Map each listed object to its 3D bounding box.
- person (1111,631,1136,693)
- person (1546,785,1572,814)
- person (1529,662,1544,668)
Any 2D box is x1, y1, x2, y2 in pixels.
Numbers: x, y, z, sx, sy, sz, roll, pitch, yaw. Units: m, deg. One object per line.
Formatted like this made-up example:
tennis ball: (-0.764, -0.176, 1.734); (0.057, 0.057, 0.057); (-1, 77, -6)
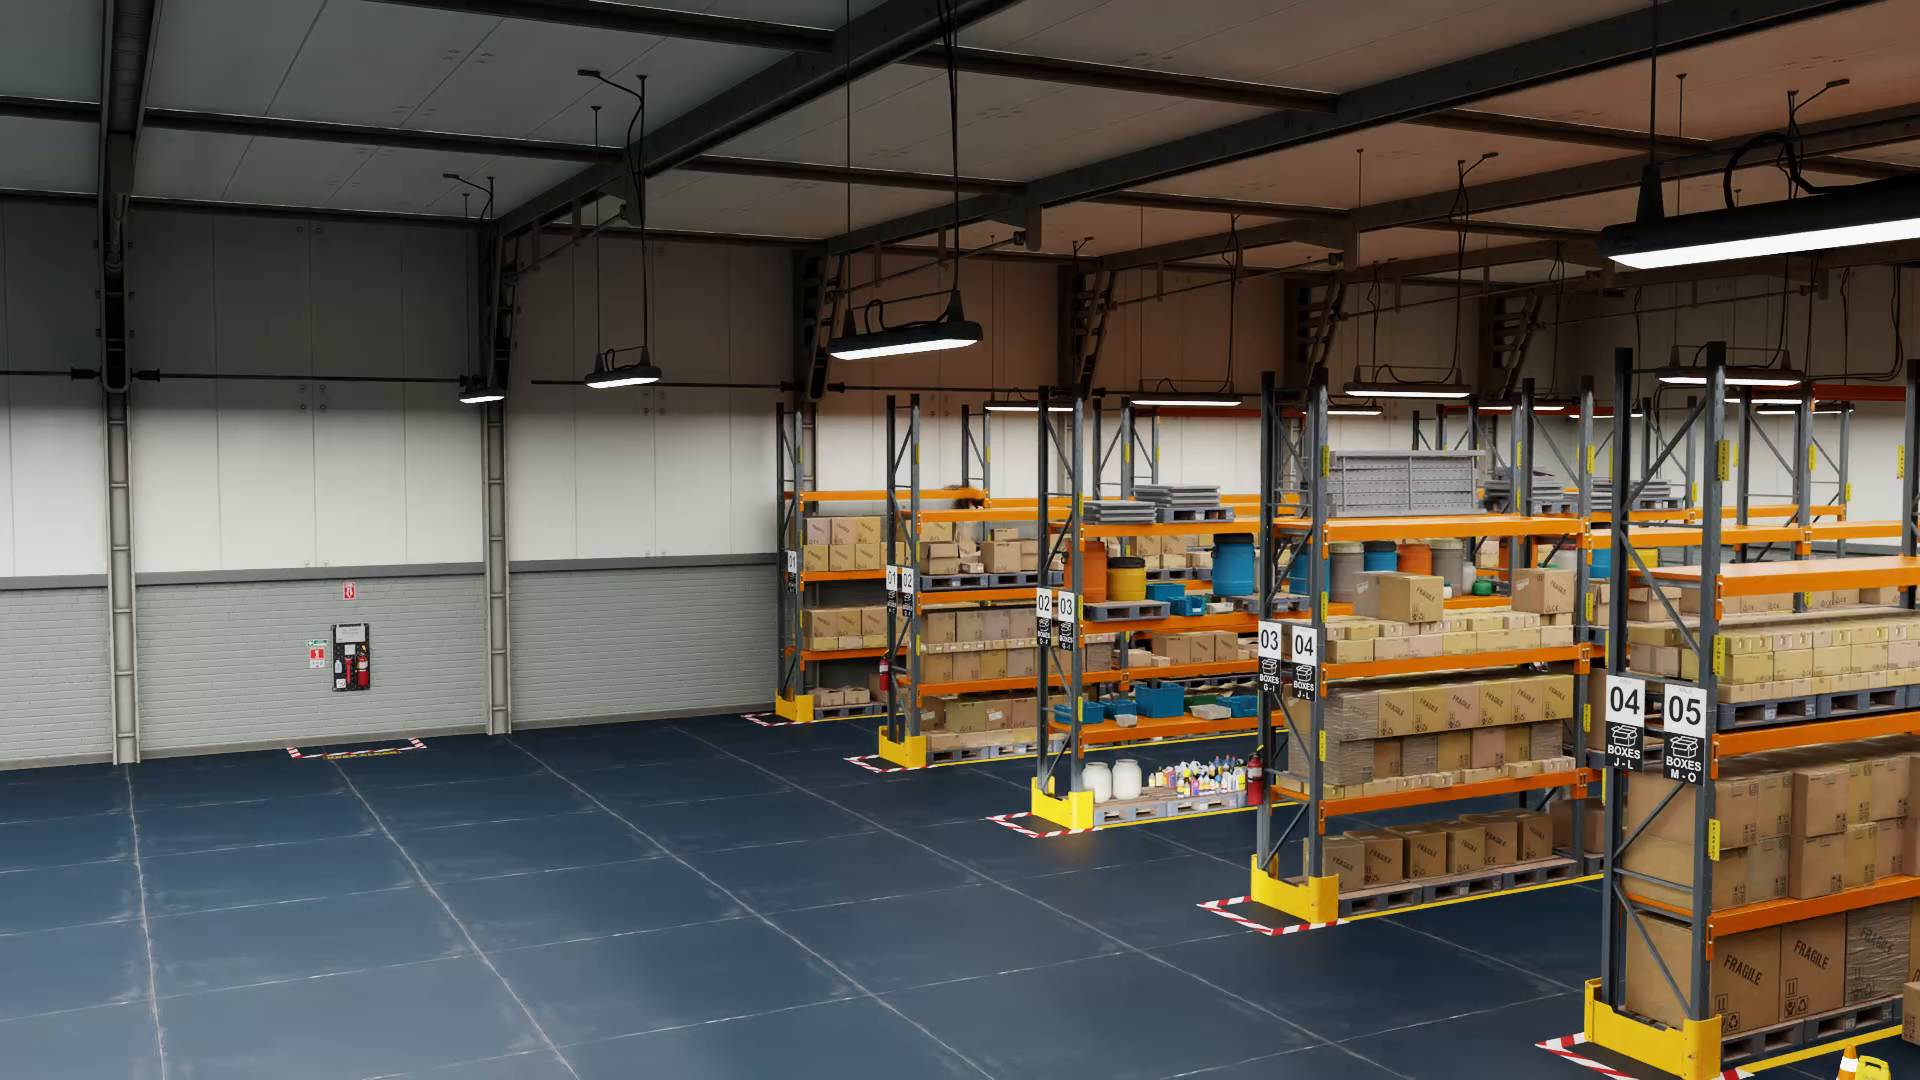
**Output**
person: (3.243, 2.430, 33.383); (0.589, 1.751, 0.424); (0, 3, -6)
person: (8.118, 3.058, 22.476); (0.458, 1.664, 0.463); (-1, 4, -23)
person: (11.026, 2.488, 31.541); (0.639, 1.813, 0.397); (0, 3, -8)
